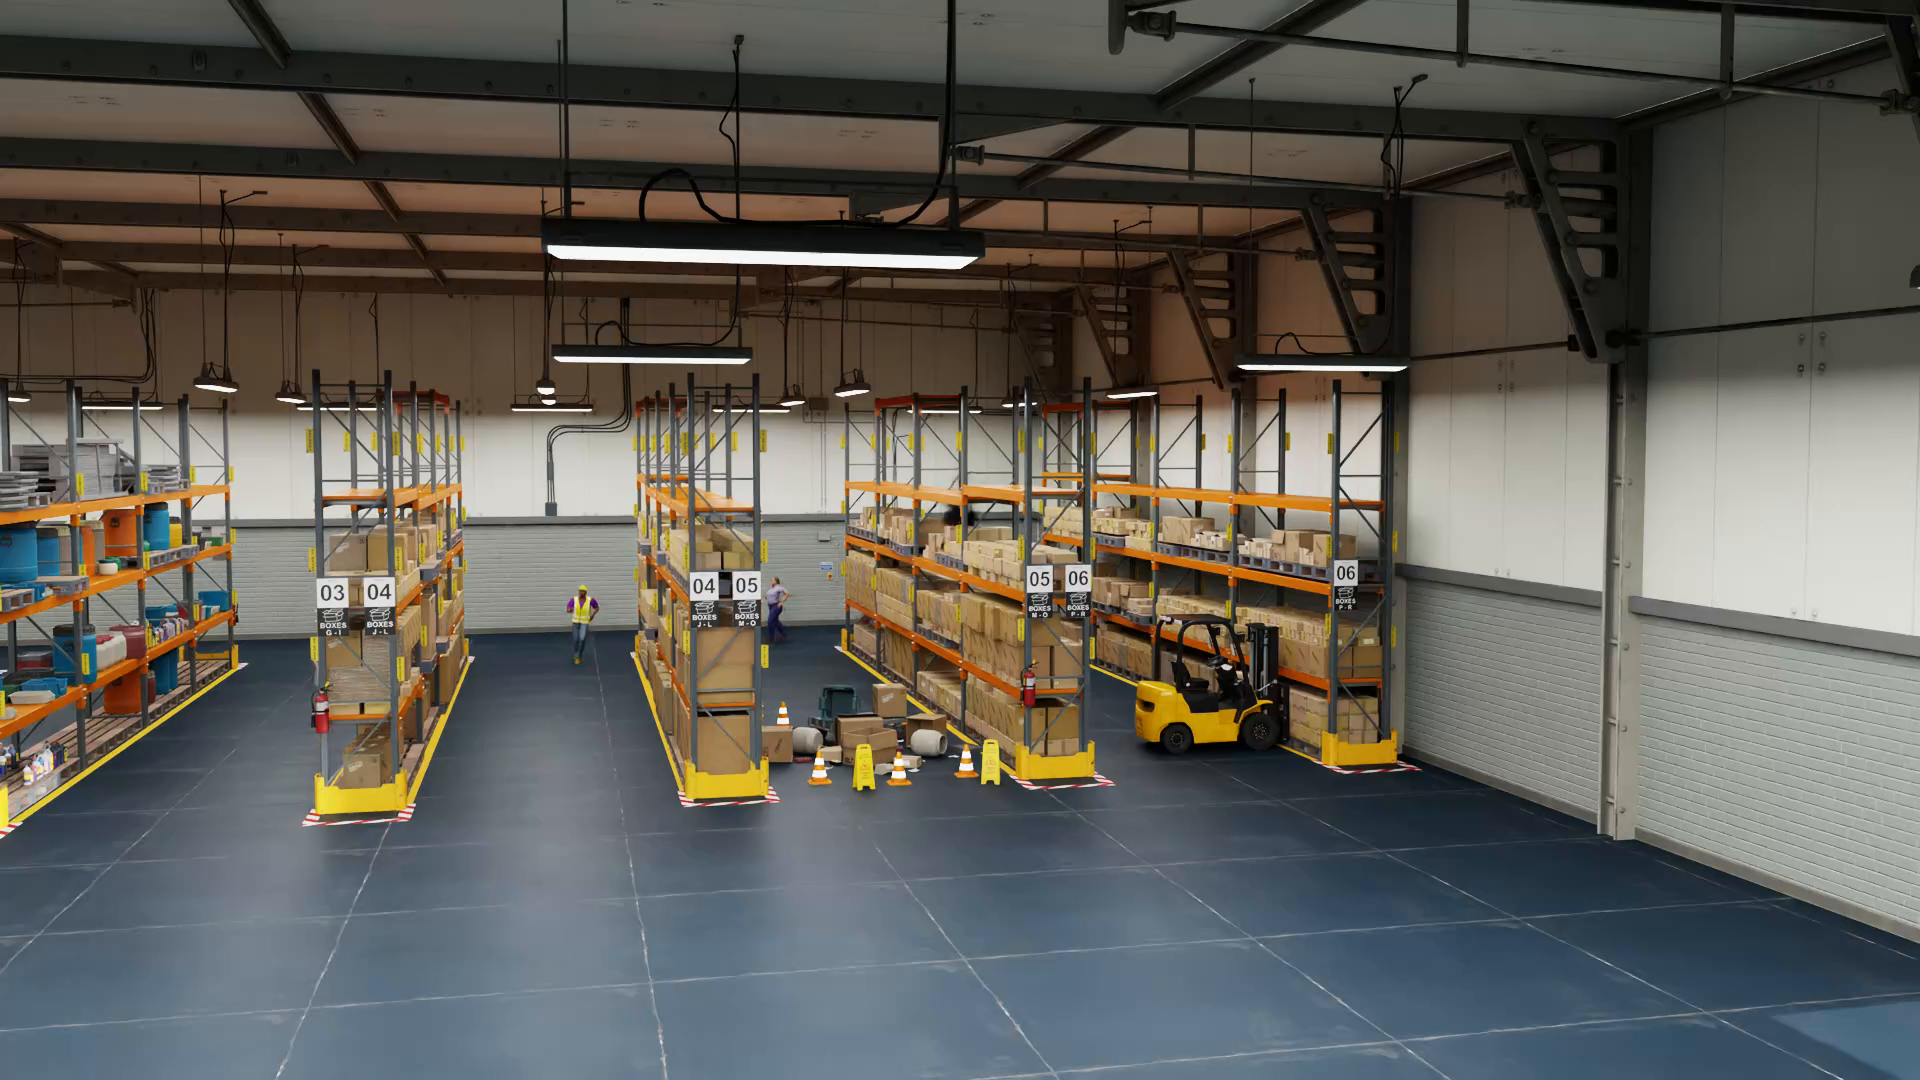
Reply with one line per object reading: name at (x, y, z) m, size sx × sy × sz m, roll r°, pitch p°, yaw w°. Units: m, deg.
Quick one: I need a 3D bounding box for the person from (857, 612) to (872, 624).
person at (-2.334, 1.792, 41.786) m, size 0.507 × 1.623 × 0.633 m, roll 1°, pitch 4°, yaw 22°

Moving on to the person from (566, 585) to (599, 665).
person at (-8.644, 1.859, 38.000) m, size 0.696 × 1.664 × 0.742 m, roll 0°, pitch 3°, yaw 0°

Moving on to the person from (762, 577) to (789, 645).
person at (-4.631, 1.765, 41.783) m, size 0.735 × 1.699 × 0.588 m, roll -2°, pitch 4°, yaw -31°

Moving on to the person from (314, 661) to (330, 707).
person at (-11.939, 2.374, 31.310) m, size 0.609 × 1.638 × 0.527 m, roll 0°, pitch 3°, yaw -8°
